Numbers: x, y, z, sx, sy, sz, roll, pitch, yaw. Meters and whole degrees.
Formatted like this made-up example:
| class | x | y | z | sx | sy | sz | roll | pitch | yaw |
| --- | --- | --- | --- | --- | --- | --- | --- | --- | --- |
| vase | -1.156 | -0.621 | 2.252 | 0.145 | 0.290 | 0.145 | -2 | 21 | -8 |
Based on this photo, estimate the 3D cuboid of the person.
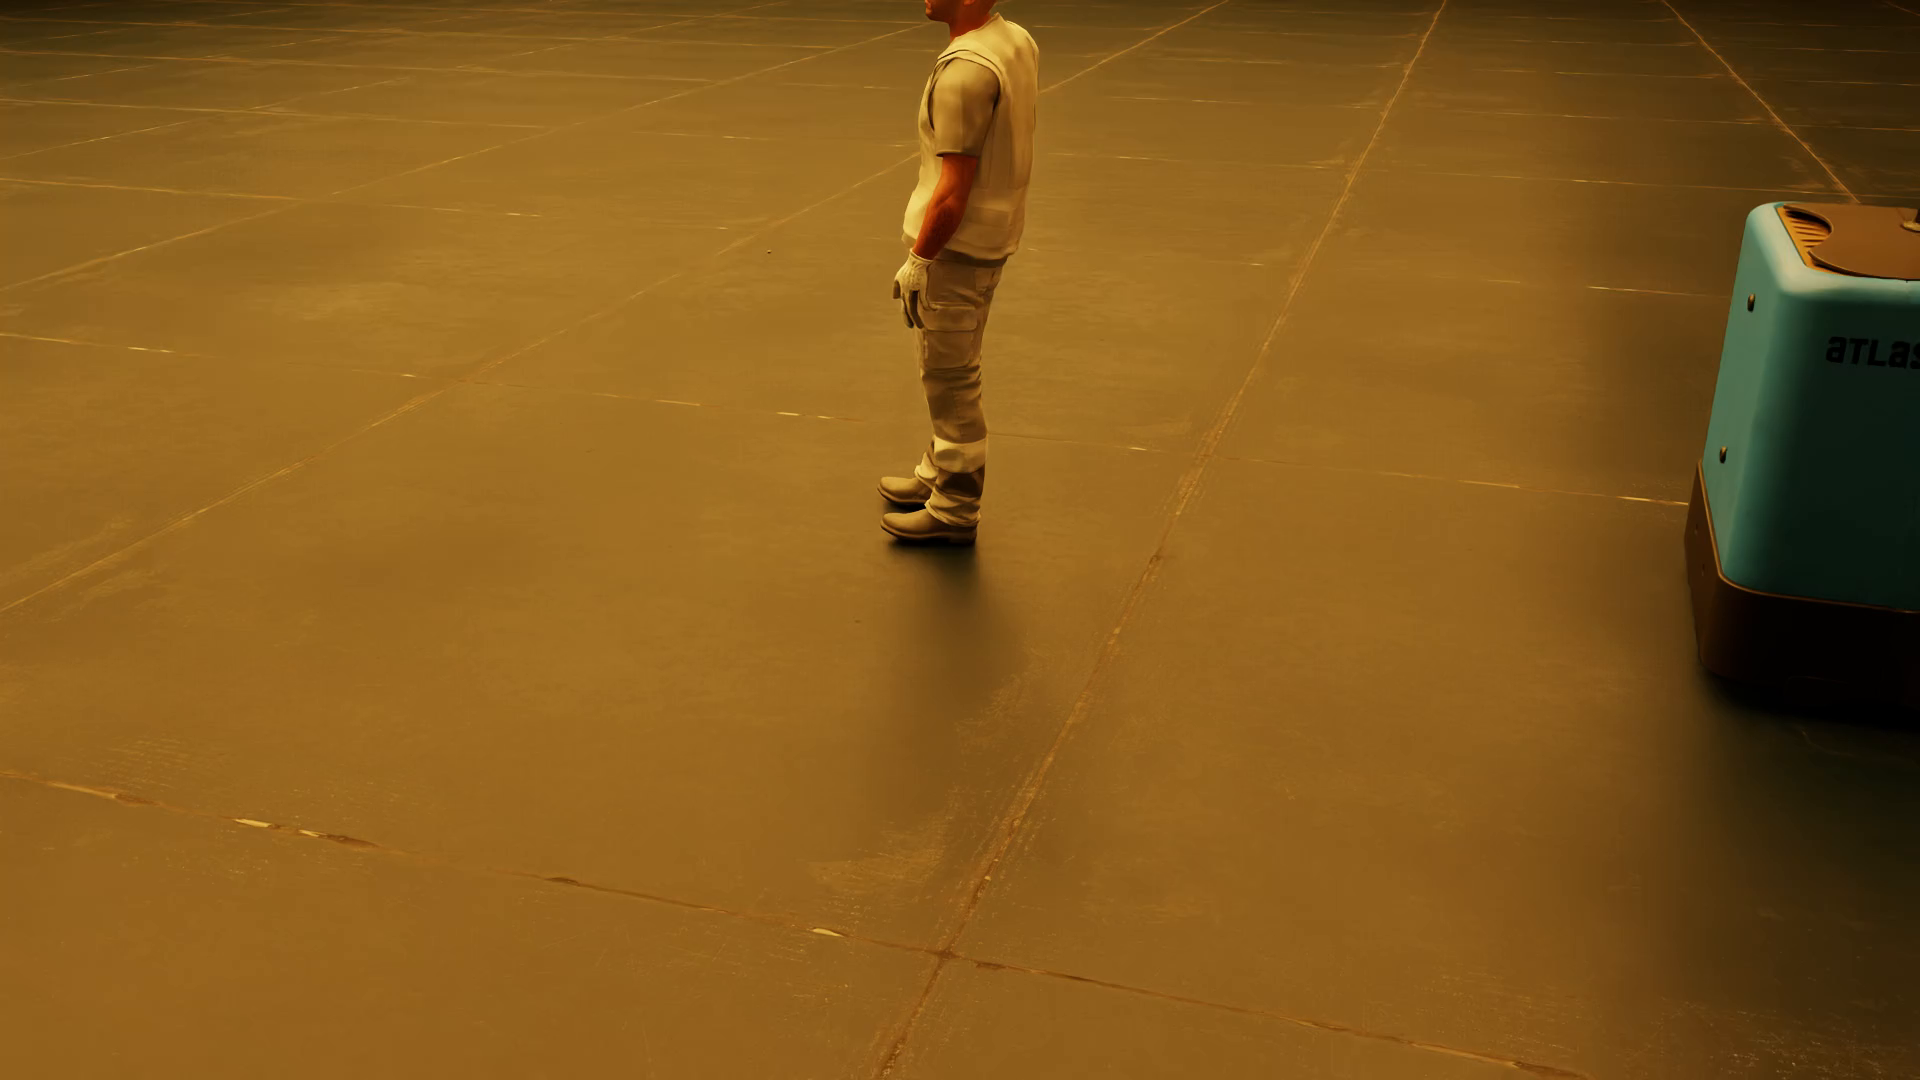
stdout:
| class | x | y | z | sx | sy | sz | roll | pitch | yaw |
| --- | --- | --- | --- | --- | --- | --- | --- | --- | --- |
| person | -0.072 | -0.848 | 4.809 | 0.564 | 1.787 | 0.637 | 7 | 23 | 16 |

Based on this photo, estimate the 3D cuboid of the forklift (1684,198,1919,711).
| class | x | y | z | sx | sy | sz | roll | pitch | yaw |
| --- | --- | --- | --- | --- | --- | --- | --- | --- | --- |
| forklift | 3.441 | -0.948 | 3.575 | 3.031 | 2.935 | 1.130 | 8 | 24 | 18 |
